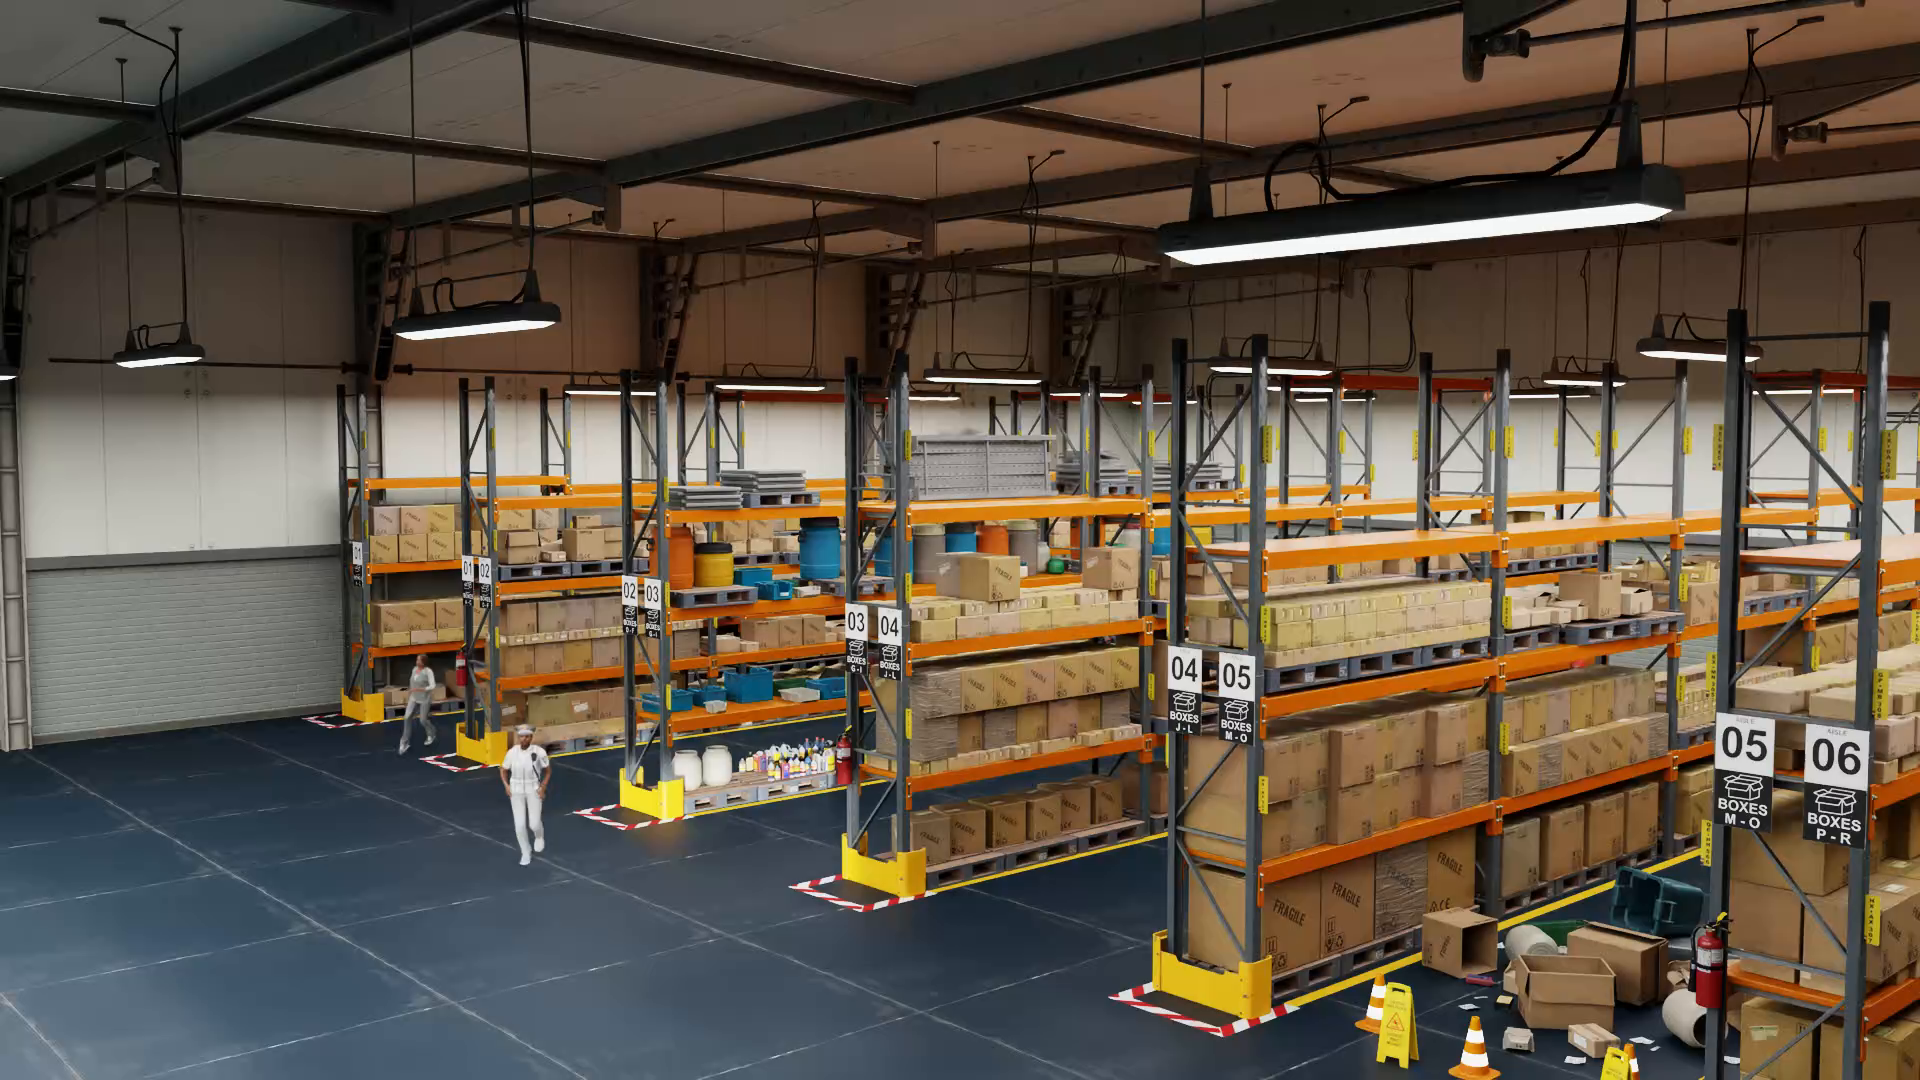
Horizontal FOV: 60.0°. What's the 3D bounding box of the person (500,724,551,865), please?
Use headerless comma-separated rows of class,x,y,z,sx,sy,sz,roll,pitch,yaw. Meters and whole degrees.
person,-5.226,3.025,20.004,0.598,1.672,0.557,0,4,-6

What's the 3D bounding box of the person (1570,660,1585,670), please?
person,9.160,2.659,24.826,0.648,1.740,0.599,3,5,40

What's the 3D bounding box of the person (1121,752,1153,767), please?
person,2.581,2.759,24.039,0.732,1.757,0.578,-3,5,-42

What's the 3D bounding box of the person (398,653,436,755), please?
person,-8.672,2.620,26.851,0.550,1.613,0.810,1,4,18
